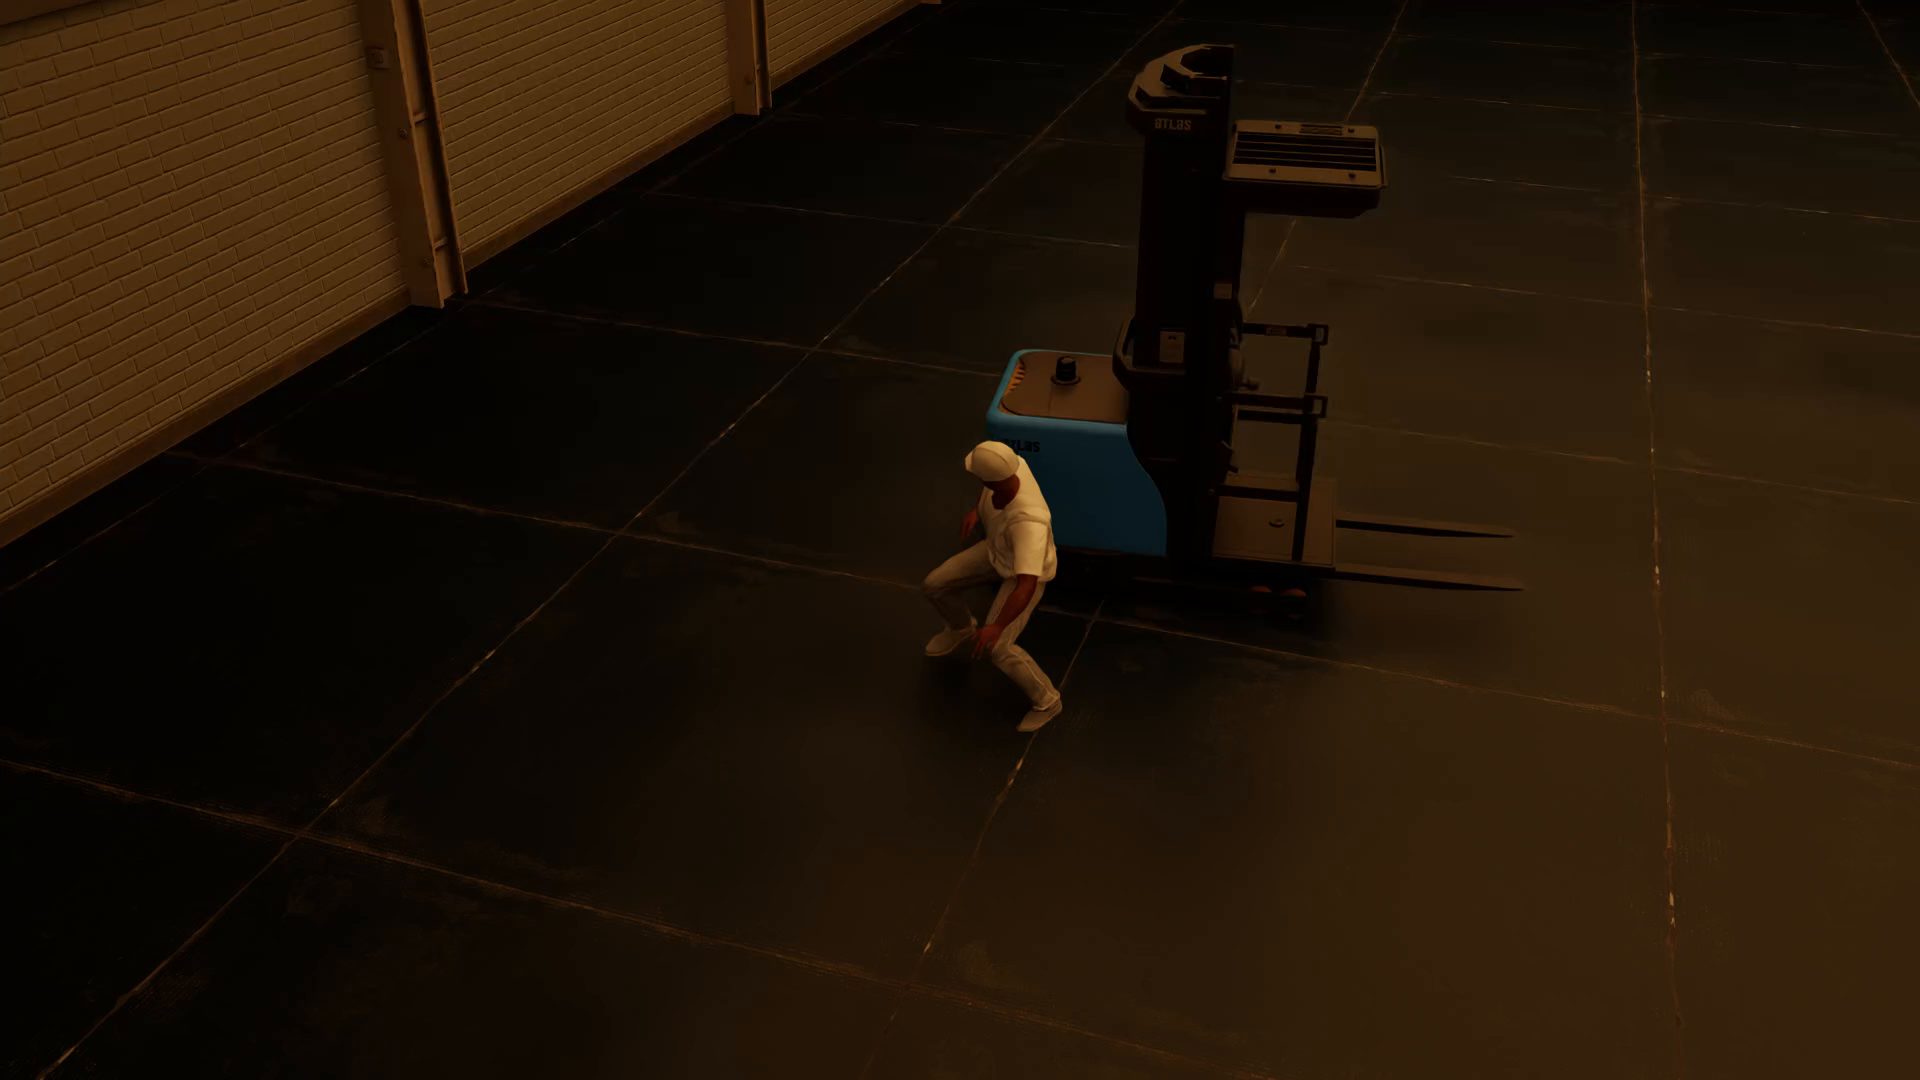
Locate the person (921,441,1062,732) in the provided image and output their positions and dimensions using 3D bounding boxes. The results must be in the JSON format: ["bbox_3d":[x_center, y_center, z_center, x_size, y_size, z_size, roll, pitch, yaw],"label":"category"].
[{"bbox_3d":[0.179,0.155,8.362,0.682,1.527,0.836,-16,33,-25],"label":"person"}]

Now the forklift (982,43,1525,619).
[{"bbox_3d":[1.696,-1.119,9.099,3.031,2.935,1.130,6,30,10],"label":"forklift"}]
